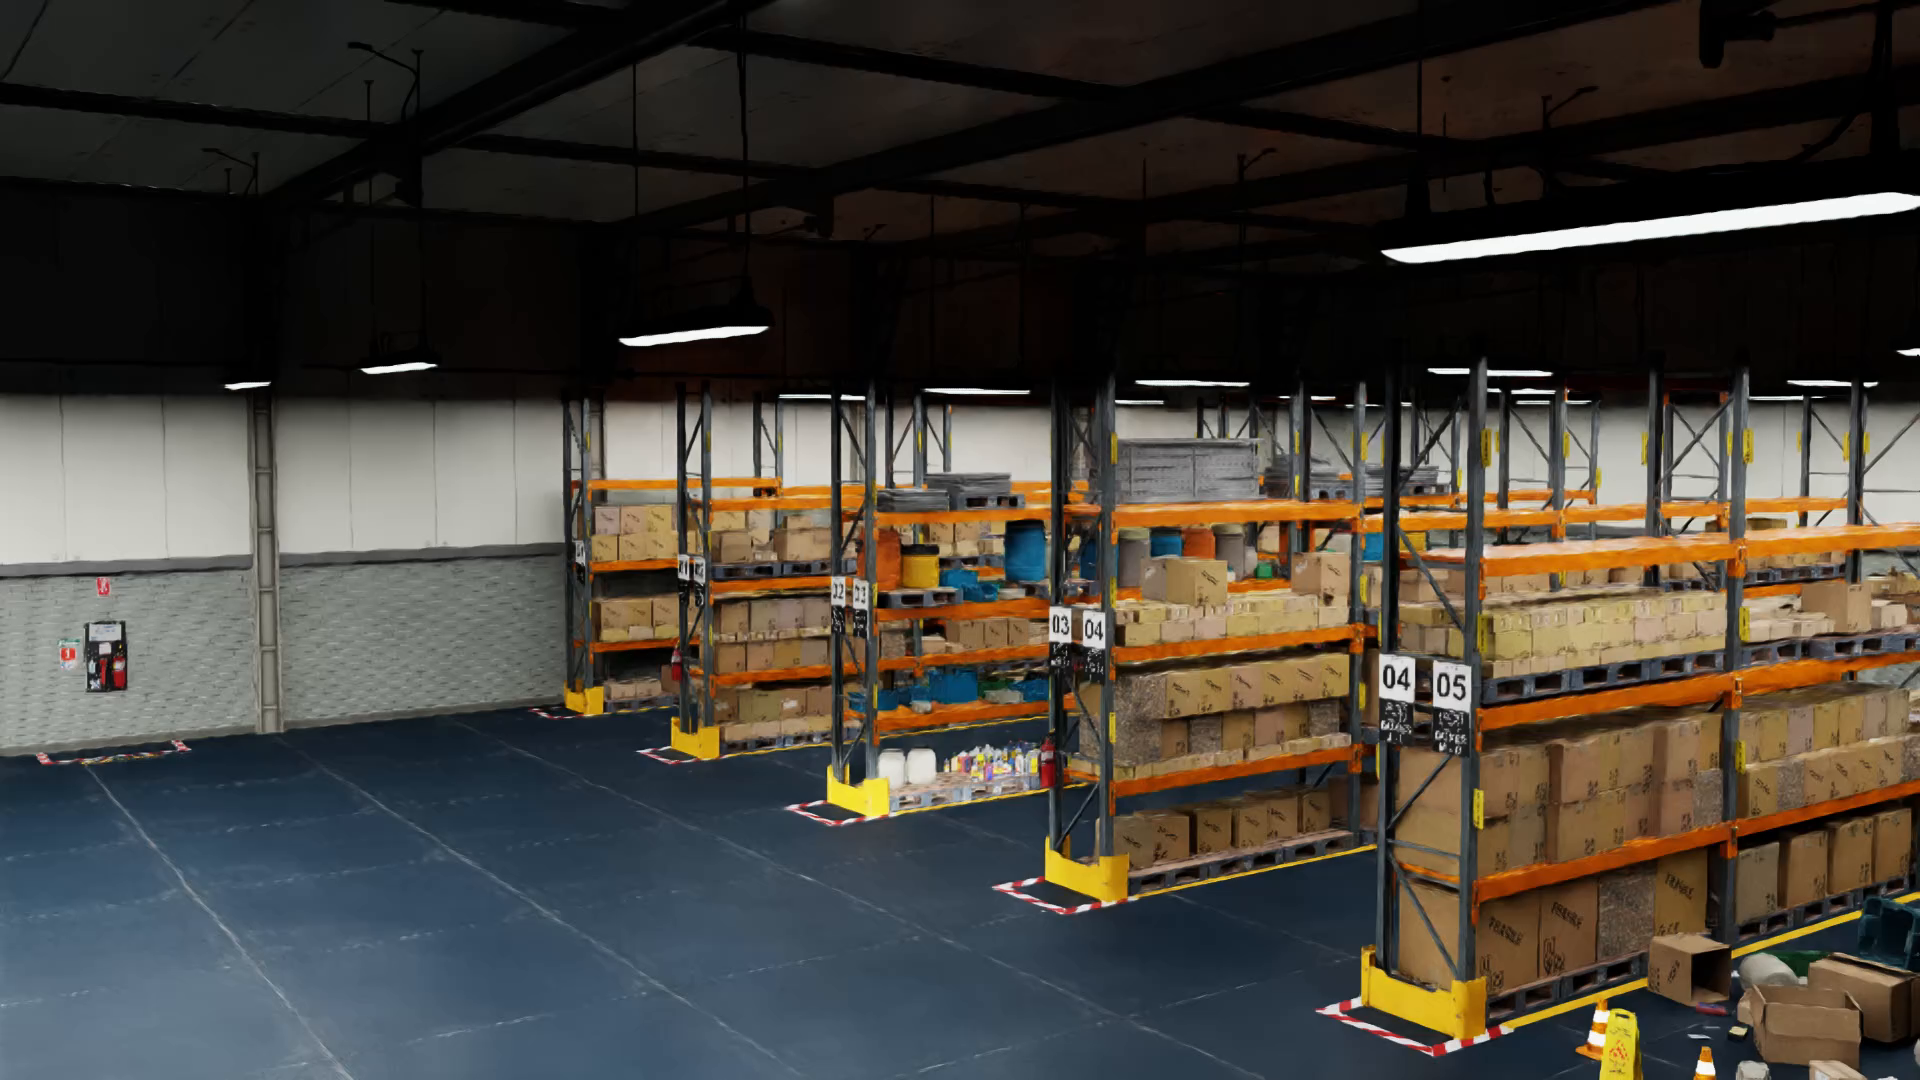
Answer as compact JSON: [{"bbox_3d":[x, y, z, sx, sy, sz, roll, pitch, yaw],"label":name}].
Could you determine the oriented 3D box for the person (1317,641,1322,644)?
[{"bbox_3d":[7.331,2.133,33.130,0.344,1.768,0.700,4,5,45],"label":"person"}]
